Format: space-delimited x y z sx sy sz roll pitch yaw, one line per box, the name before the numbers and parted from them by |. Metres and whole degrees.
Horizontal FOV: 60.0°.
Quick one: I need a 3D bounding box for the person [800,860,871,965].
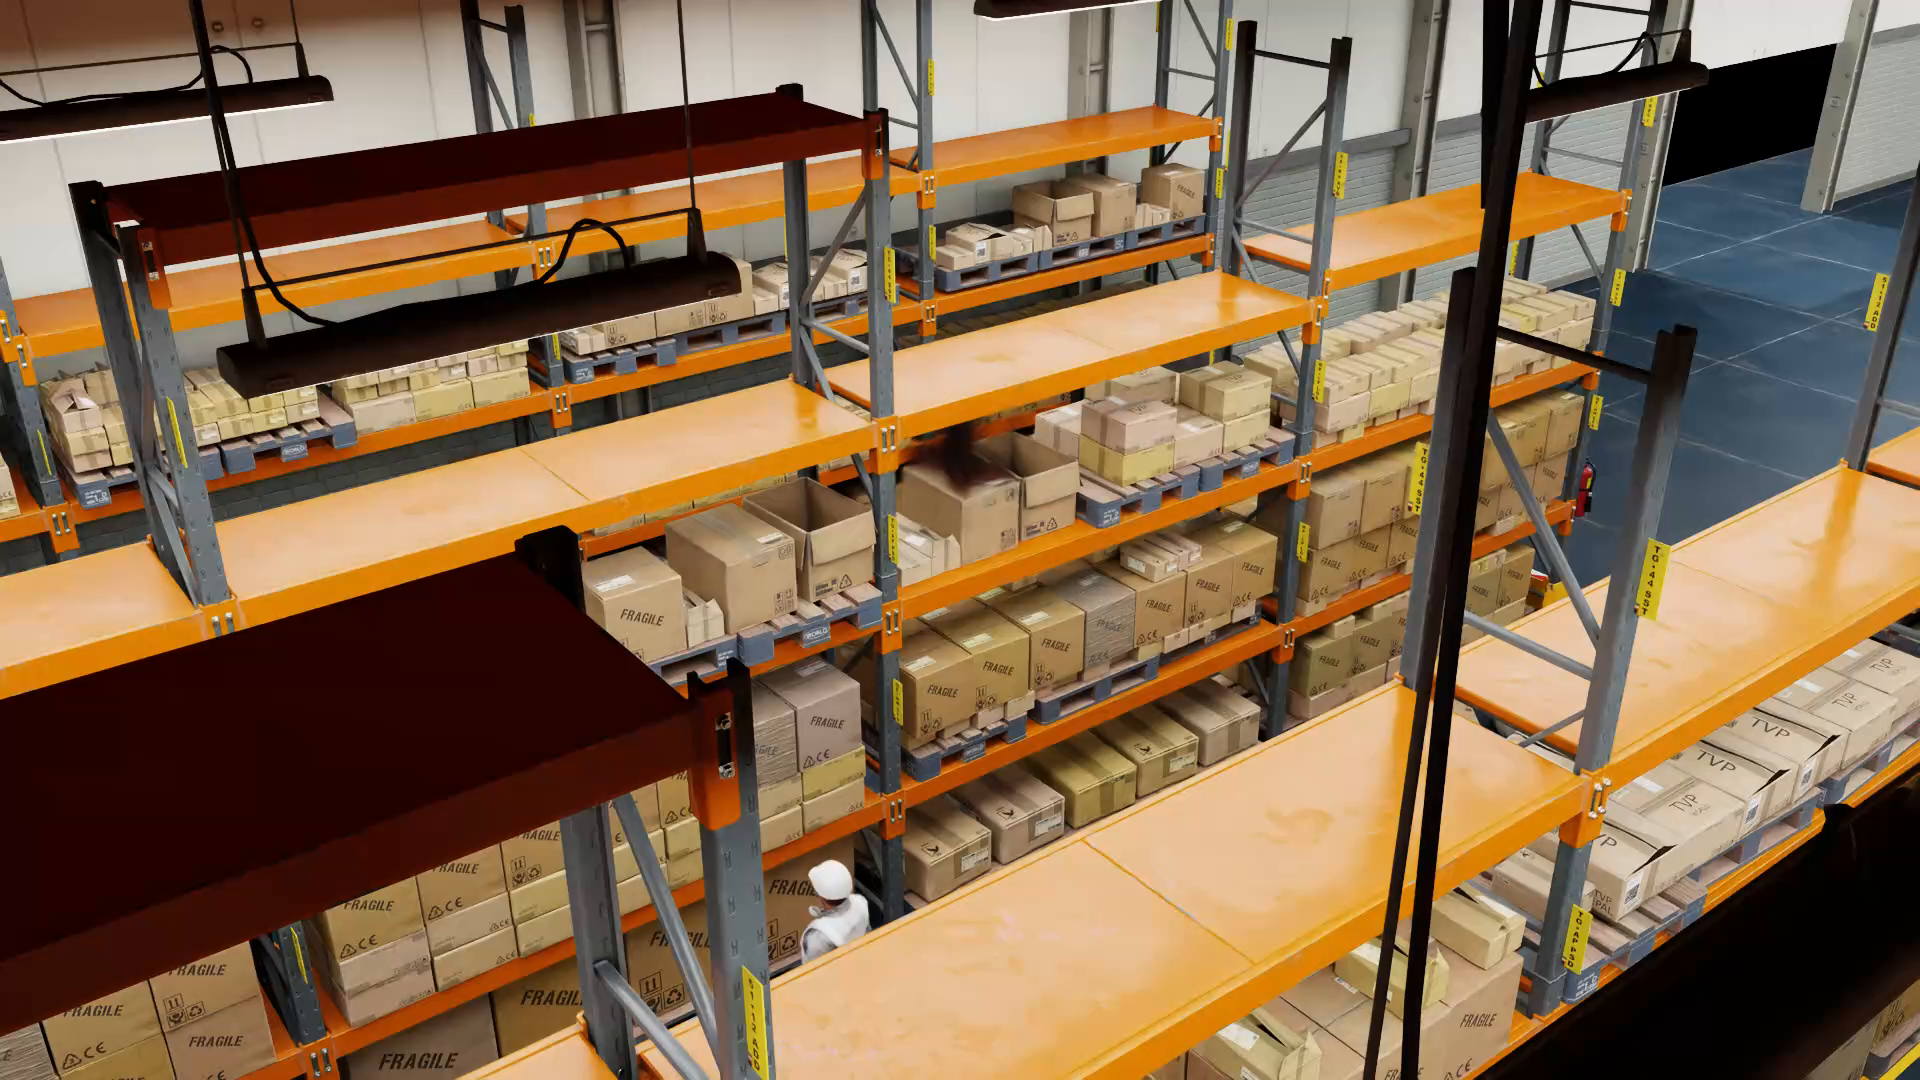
person | -0.754 2.655 9.982 0.417 1.778 0.582 14 30 27
